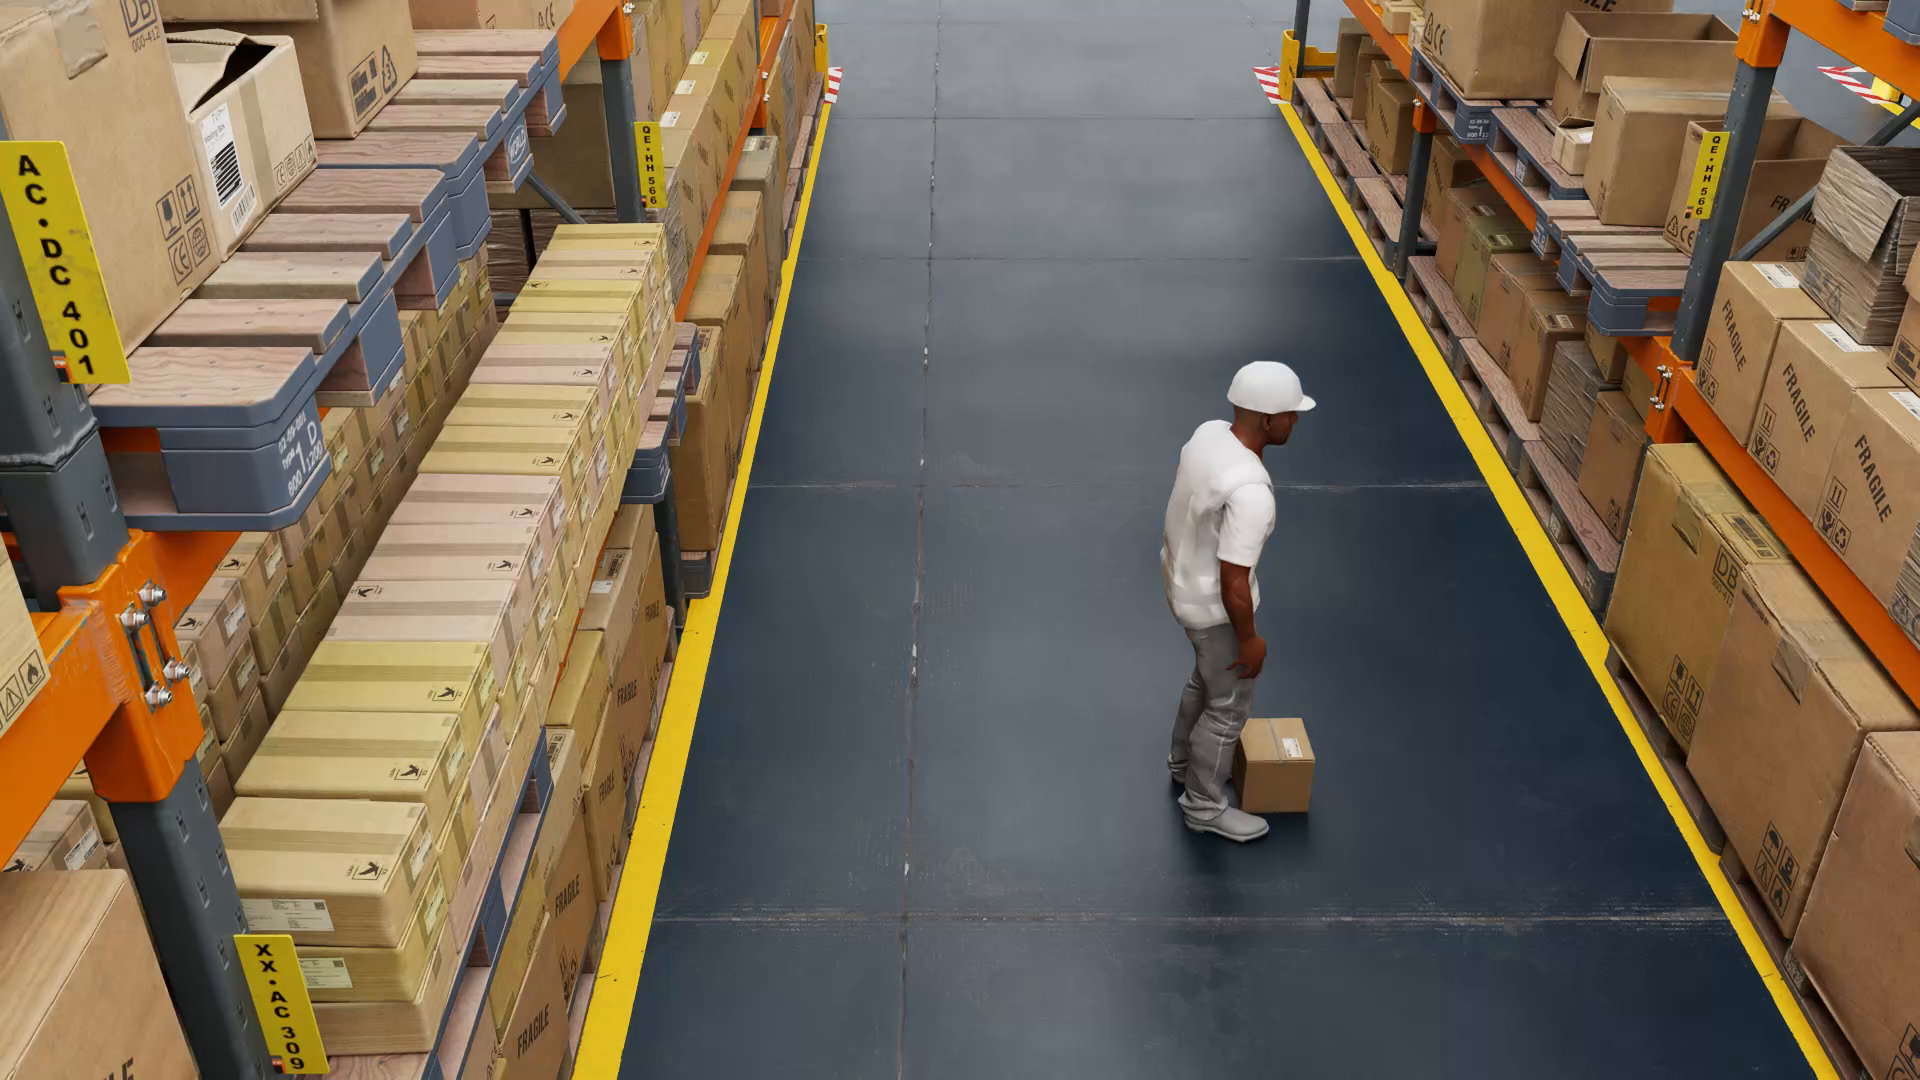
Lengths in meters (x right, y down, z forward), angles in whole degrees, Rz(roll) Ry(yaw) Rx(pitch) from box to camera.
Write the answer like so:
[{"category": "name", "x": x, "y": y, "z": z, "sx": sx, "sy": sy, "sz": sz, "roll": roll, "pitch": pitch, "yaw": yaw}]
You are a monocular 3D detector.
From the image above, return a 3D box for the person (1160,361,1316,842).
[{"category": "person", "x": 0.934, "y": 0.197, "z": 5.796, "sx": 0.462, "sy": 1.759, "sz": 0.633, "roll": -2, "pitch": 31, "yaw": -3}]
